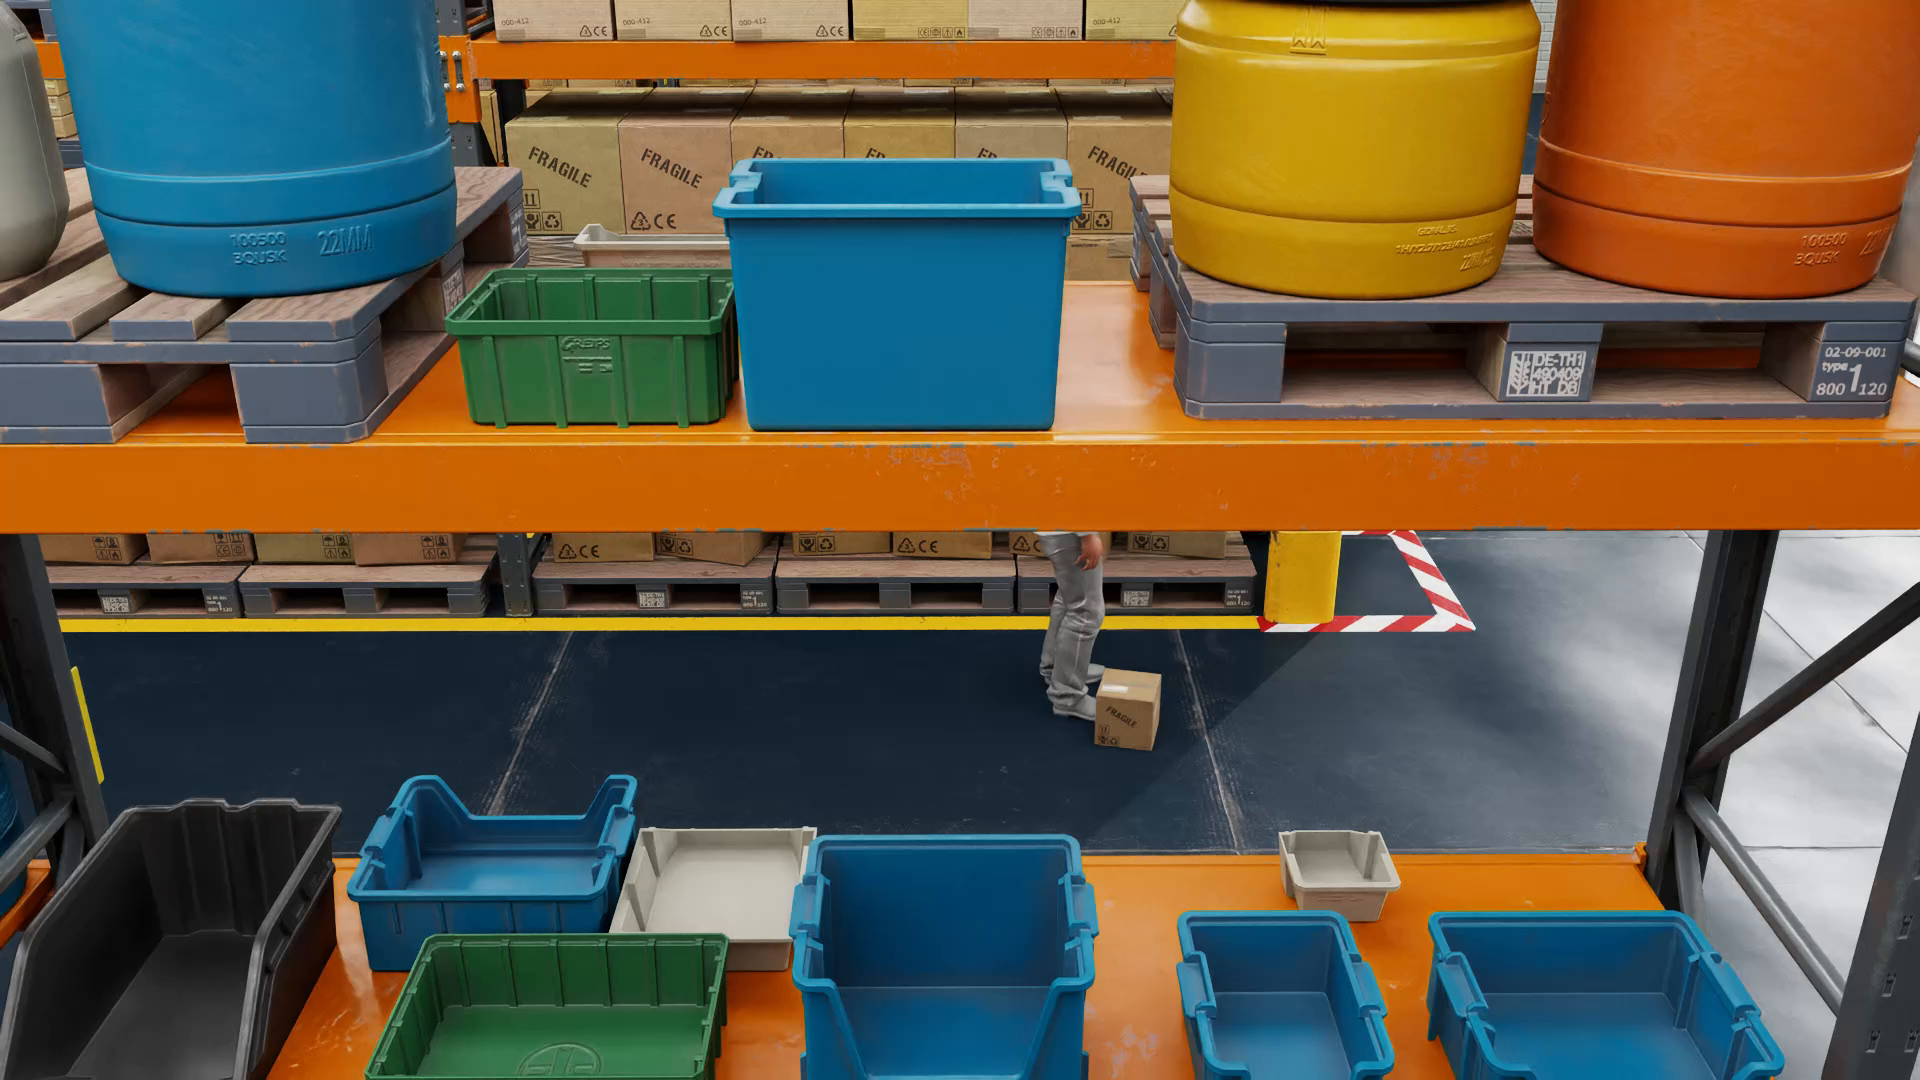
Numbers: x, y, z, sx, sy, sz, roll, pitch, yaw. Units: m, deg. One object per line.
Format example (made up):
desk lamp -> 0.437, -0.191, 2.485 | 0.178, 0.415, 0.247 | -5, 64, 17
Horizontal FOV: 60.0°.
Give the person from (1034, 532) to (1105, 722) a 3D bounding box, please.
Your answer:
person -> 0.507, -0.103, 7.303 | 0.465, 1.769, 0.583 | -2, 24, -5
